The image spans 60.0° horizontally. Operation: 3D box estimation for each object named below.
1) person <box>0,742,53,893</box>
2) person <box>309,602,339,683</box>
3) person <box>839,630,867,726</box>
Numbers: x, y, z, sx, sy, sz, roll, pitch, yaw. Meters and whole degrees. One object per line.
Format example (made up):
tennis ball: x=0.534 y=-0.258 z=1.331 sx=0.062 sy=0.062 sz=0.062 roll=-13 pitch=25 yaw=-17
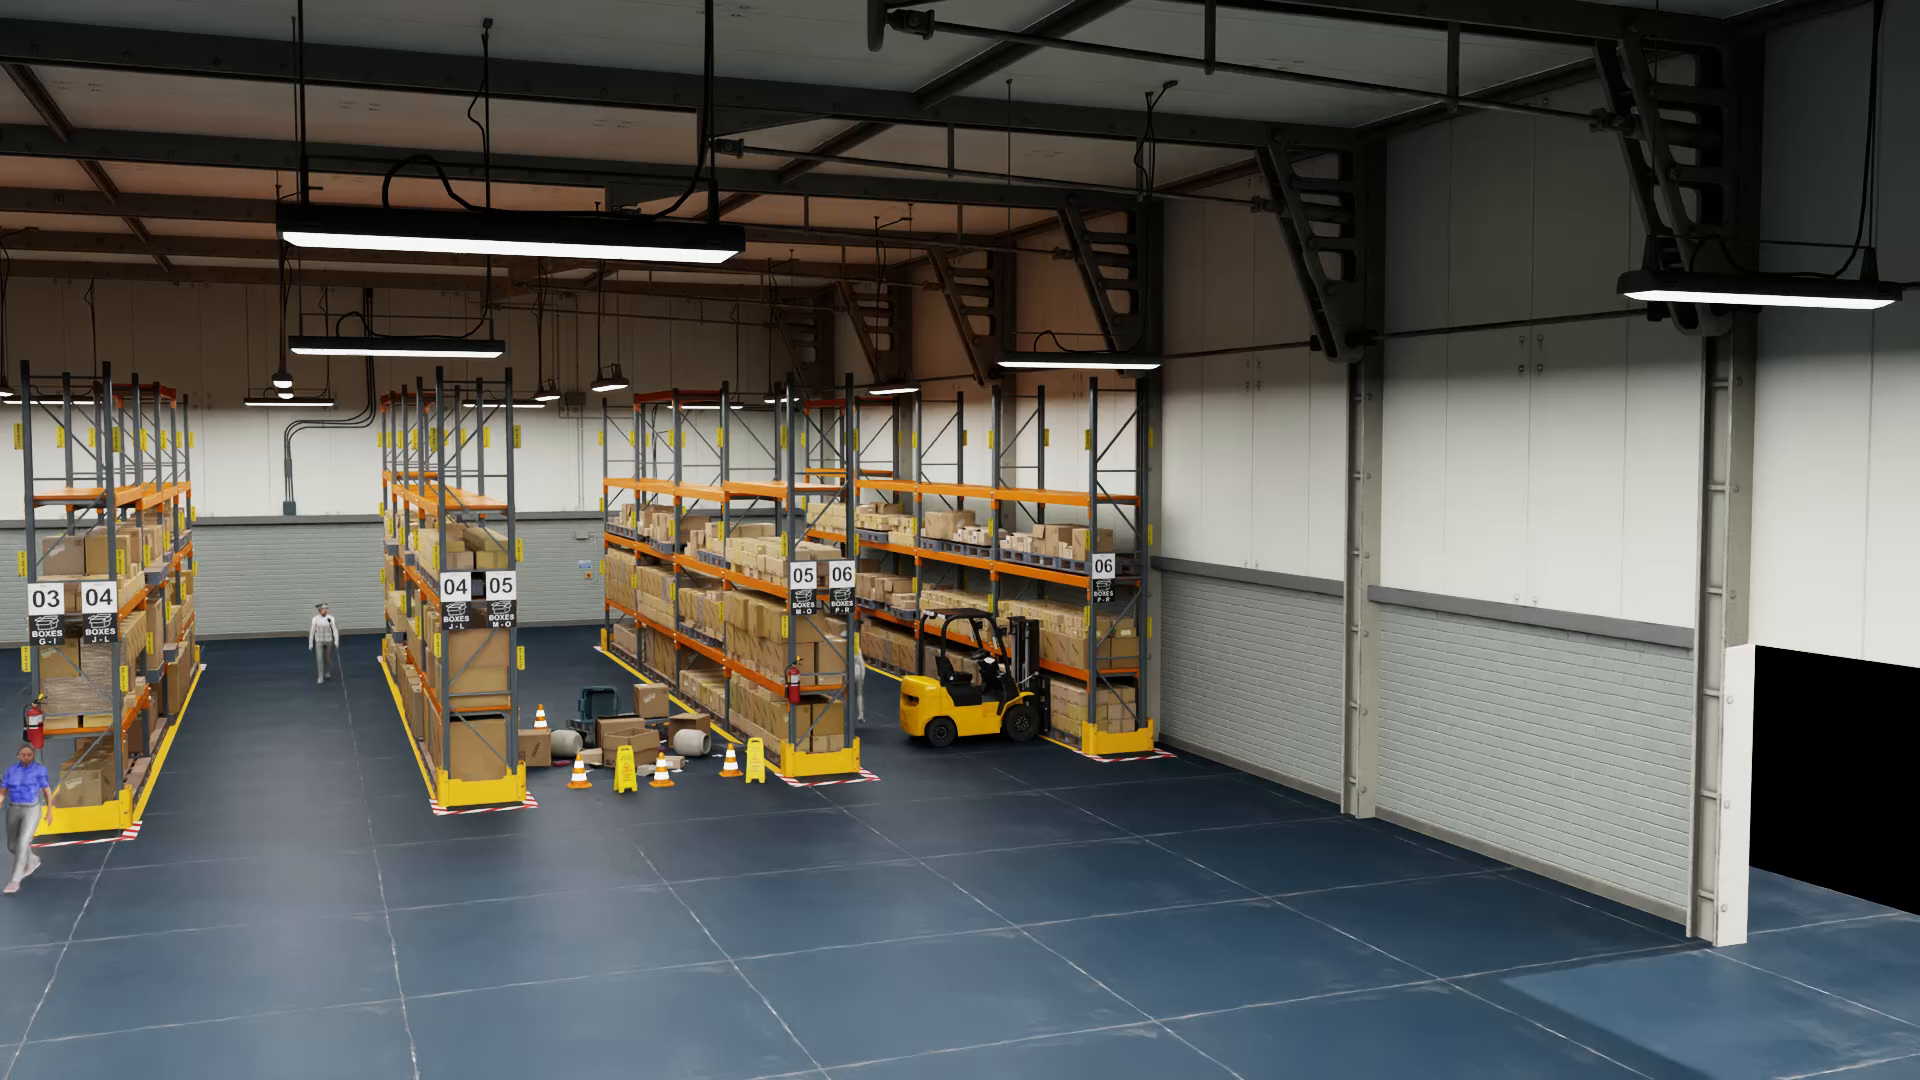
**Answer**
person: x=-10.513 y=3.068 z=18.658 sx=0.516 sy=1.613 sz=0.909 roll=-1 pitch=3 yaw=-9
person: x=-13.181 y=2.096 z=34.446 sx=0.579 sy=1.619 sz=1.031 roll=-1 pitch=4 yaw=-21
person: x=-1.896 y=2.406 z=29.040 sx=0.554 sy=1.670 sz=0.413 roll=-1 pitch=4 yaw=-18
